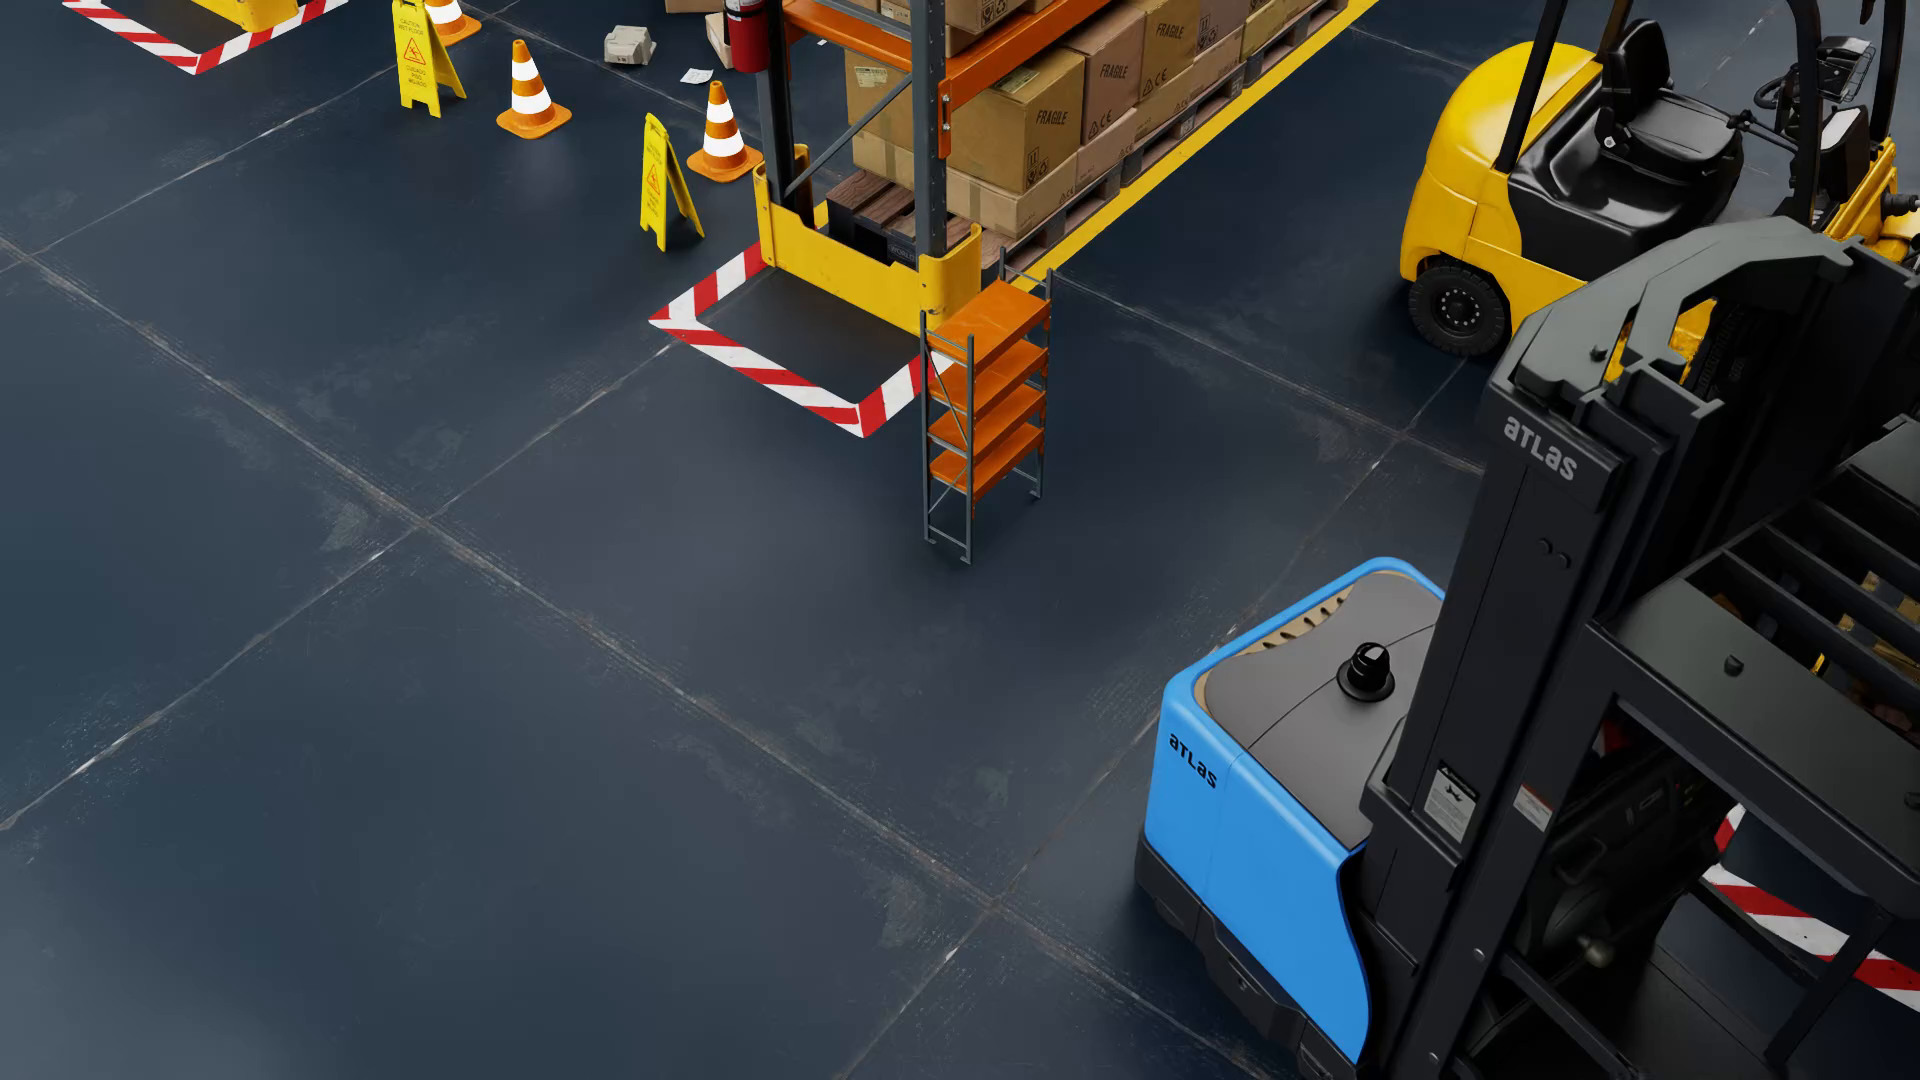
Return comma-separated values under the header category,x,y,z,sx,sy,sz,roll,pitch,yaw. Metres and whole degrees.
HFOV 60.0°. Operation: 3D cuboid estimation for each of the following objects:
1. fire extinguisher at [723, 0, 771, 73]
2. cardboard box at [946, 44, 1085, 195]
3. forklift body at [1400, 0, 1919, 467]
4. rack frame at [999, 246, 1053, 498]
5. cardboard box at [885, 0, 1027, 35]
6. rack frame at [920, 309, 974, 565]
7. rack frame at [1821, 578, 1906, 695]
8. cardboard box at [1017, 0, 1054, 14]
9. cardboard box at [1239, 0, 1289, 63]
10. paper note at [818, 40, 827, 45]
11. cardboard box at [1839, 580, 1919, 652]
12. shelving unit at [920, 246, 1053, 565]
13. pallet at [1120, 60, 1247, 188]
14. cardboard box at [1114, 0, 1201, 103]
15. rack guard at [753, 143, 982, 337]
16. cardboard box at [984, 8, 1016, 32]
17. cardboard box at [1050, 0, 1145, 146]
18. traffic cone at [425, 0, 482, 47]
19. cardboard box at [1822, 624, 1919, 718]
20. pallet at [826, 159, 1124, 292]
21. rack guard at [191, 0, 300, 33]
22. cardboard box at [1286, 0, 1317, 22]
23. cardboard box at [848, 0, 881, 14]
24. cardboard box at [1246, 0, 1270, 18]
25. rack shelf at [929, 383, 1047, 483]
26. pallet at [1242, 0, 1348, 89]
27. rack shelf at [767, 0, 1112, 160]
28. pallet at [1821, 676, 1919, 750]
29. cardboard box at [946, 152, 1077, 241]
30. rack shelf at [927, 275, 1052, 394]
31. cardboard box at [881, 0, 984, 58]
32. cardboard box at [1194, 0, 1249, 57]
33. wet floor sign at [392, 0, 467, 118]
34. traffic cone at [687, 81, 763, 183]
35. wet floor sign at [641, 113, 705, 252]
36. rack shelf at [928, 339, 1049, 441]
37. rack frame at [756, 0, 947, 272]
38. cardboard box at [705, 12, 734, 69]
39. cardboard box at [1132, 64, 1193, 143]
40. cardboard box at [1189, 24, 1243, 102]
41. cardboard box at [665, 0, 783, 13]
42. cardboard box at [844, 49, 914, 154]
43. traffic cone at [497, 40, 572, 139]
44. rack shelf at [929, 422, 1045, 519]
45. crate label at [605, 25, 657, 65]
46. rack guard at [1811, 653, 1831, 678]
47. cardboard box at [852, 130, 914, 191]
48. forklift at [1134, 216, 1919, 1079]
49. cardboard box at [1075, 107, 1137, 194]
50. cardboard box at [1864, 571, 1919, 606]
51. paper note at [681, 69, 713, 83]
category,x,y,z,sx,sy,sz,roll,pitch,yaw
fire extinguisher,-0.924,-2.344,7.132,0.296,0.674,0.183,29,53,25
cardboard box,0.237,-2.039,7.881,0.500,0.500,0.500,28,52,24
forklift body,3.157,-1.638,6.992,2.313,2.155,1.214,29,53,25
rack frame,0.250,-0.649,6.705,0.240,1.200,0.015,29,53,25
cardboard box,0.020,-2.518,6.971,0.500,0.500,0.500,28,53,24
rack frame,-0.048,-0.370,6.438,0.240,1.200,0.015,29,53,25
rack frame,3.441,-0.040,4.878,1.000,3.000,0.127,29,53,25
cardboard box,0.252,-2.515,7.416,0.380,0.149,0.250,28,52,24
cardboard box,1.490,-2.950,9.269,0.500,0.250,0.500,28,52,24
paper note,-0.779,-2.915,9.692,0.032,0.001,0.123,29,53,25
cardboard box,3.491,0.176,5.938,0.500,0.250,0.500,29,53,25
shelving unit,0.101,-0.509,6.571,0.258,1.200,0.503,29,53,25
pallet,0.828,-2.457,9.115,1.003,0.211,1.213,29,53,25
cardboard box,0.866,-2.624,8.439,0.500,0.500,0.500,30,53,26
rack guard,-0.443,-1.412,7.918,1.175,0.500,0.348,29,53,25
cardboard box,0.025,-2.399,7.306,0.380,0.149,0.250,30,53,26
cardboard box,0.553,-2.341,8.169,0.500,0.500,0.500,27,52,24
traffic cone,-3.020,-3.162,9.616,0.336,0.463,0.334,29,53,25
cardboard box,3.478,0.356,6.111,0.500,0.250,0.500,30,53,25
pallet,0.082,-1.762,8.451,1.003,0.211,1.213,29,53,25
rack guard,-4.483,-3.485,9.898,1.175,0.500,0.348,29,53,25
cardboard box,1.808,-3.259,9.565,0.500,0.250,0.500,32,54,27
cardboard box,-0.430,-2.454,7.358,0.380,0.149,0.250,31,54,26
cardboard box,1.498,-3.226,9.015,0.500,0.500,0.500,30,53,26
rack shelf,0.101,-0.463,6.620,0.258,0.148,0.480,29,53,25
pallet,1.574,-3.158,9.785,1.003,0.211,1.213,29,53,25
rack shelf,0.734,-3.128,8.326,1.077,0.370,4.000,29,53,25
pallet,3.876,0.467,6.322,1.003,0.211,1.213,29,53,25
cardboard box,0.223,-1.767,8.139,0.500,0.250,0.500,29,53,25
rack shelf,0.101,-0.781,6.287,0.258,0.148,0.480,29,53,25
cardboard box,-0.118,-2.248,7.162,0.380,0.149,0.250,29,53,25
cardboard box,1.186,-2.934,8.735,0.500,0.500,0.500,32,54,27
wet floor sign,-2.919,-2.657,9.007,0.267,0.644,0.232,21,50,19
traffic cone,-1.247,-2.172,8.670,0.336,0.463,0.334,29,53,25
wet floor sign,-1.452,-1.783,8.172,0.232,0.644,0.267,-25,51,-22
rack shelf,0.101,-0.617,6.458,0.258,0.148,0.480,29,53,25
rack frame,-0.489,-2.232,6.972,1.000,3.000,0.127,29,53,25
cardboard box,-1.287,-2.890,9.572,0.250,0.149,0.380,-17,49,-15
cardboard box,0.865,-2.373,8.718,0.500,0.250,0.500,33,54,27
cardboard box,1.176,-2.661,8.993,0.500,0.250,0.500,30,53,26
cardboard box,-1.419,-3.494,9.904,0.797,0.503,0.637,-2,46,-2
cardboard box,-0.206,-2.260,8.092,0.500,0.500,0.500,30,53,25
traffic cone,-2.333,-2.468,8.953,0.336,0.463,0.334,29,53,25
rack shelf,0.101,-0.326,6.764,0.258,0.148,0.480,29,53,25
crate label,-1.902,-2.833,9.526,0.250,0.136,0.298,6,47,5
rack guard,3.426,0.837,5.769,1.175,0.500,0.348,29,53,25
cardboard box,-0.193,-2.023,8.383,0.500,0.250,0.500,29,53,25
forklift,1.864,0.828,4.096,1.130,2.935,3.031,-27,52,-24
cardboard box,0.541,-2.055,8.415,0.500,0.250,0.500,31,54,26
cardboard box,3.476,0.018,5.743,0.500,0.250,0.500,31,54,26
paper note,-1.486,-2.627,9.403,0.148,0.019,0.142,13,48,12
